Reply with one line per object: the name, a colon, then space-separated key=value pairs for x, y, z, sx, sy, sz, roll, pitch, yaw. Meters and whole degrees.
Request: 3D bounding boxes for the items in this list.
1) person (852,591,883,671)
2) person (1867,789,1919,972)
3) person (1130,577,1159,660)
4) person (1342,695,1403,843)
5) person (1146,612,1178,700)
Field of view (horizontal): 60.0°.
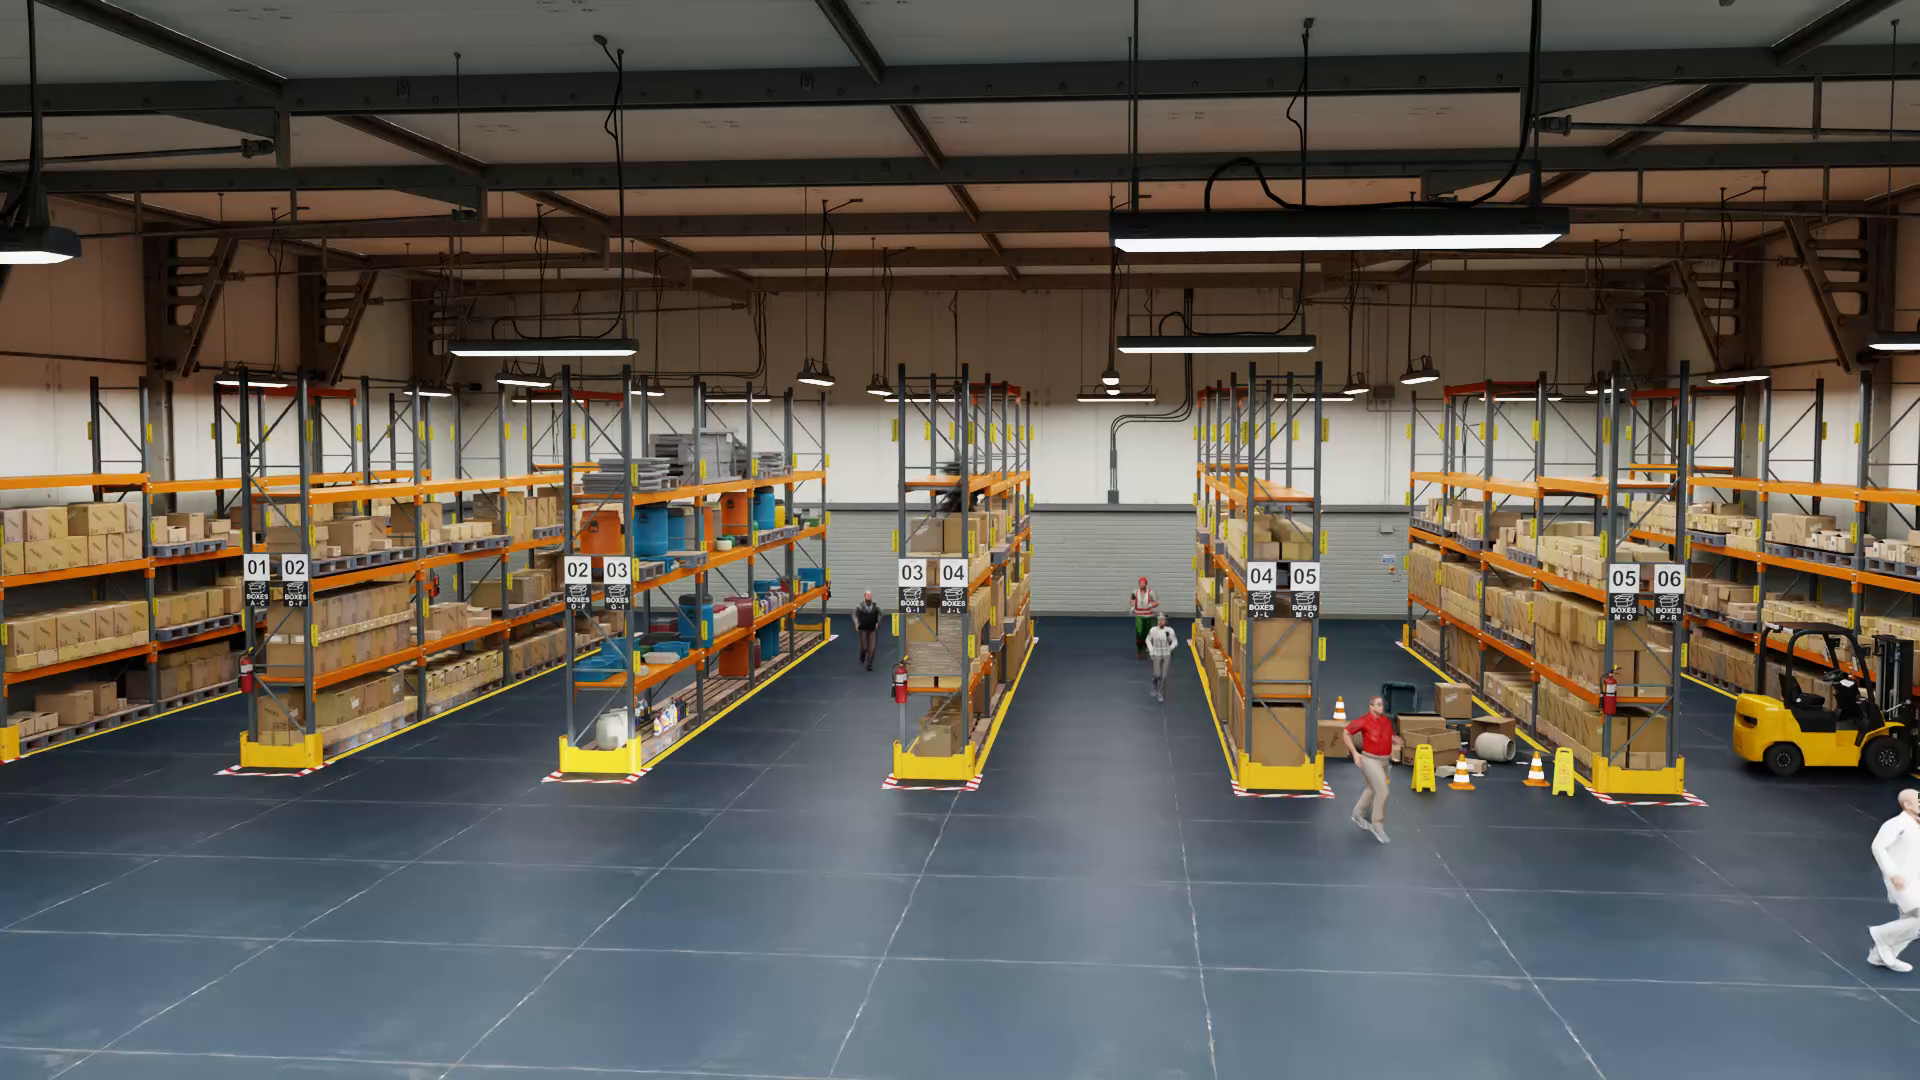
person: x=-1.943 y=1.913 z=35.195 sx=0.659 sy=1.680 sz=0.586 roll=-1 pitch=4 yaw=-11
person: x=8.779 y=3.159 z=15.394 sx=0.660 sy=1.715 sz=0.653 roll=-3 pitch=5 yaw=-43
person: x=4.102 y=1.738 z=37.025 sx=0.633 sy=1.839 sz=0.777 roll=0 pitch=4 yaw=6
person: x=5.149 y=2.827 z=20.622 sx=0.636 sy=1.804 sz=0.779 roll=-3 pitch=5 yaw=-40
person: x=3.776 y=2.177 z=31.051 sx=0.598 sy=1.666 sz=0.549 roll=0 pitch=4 yaw=4
